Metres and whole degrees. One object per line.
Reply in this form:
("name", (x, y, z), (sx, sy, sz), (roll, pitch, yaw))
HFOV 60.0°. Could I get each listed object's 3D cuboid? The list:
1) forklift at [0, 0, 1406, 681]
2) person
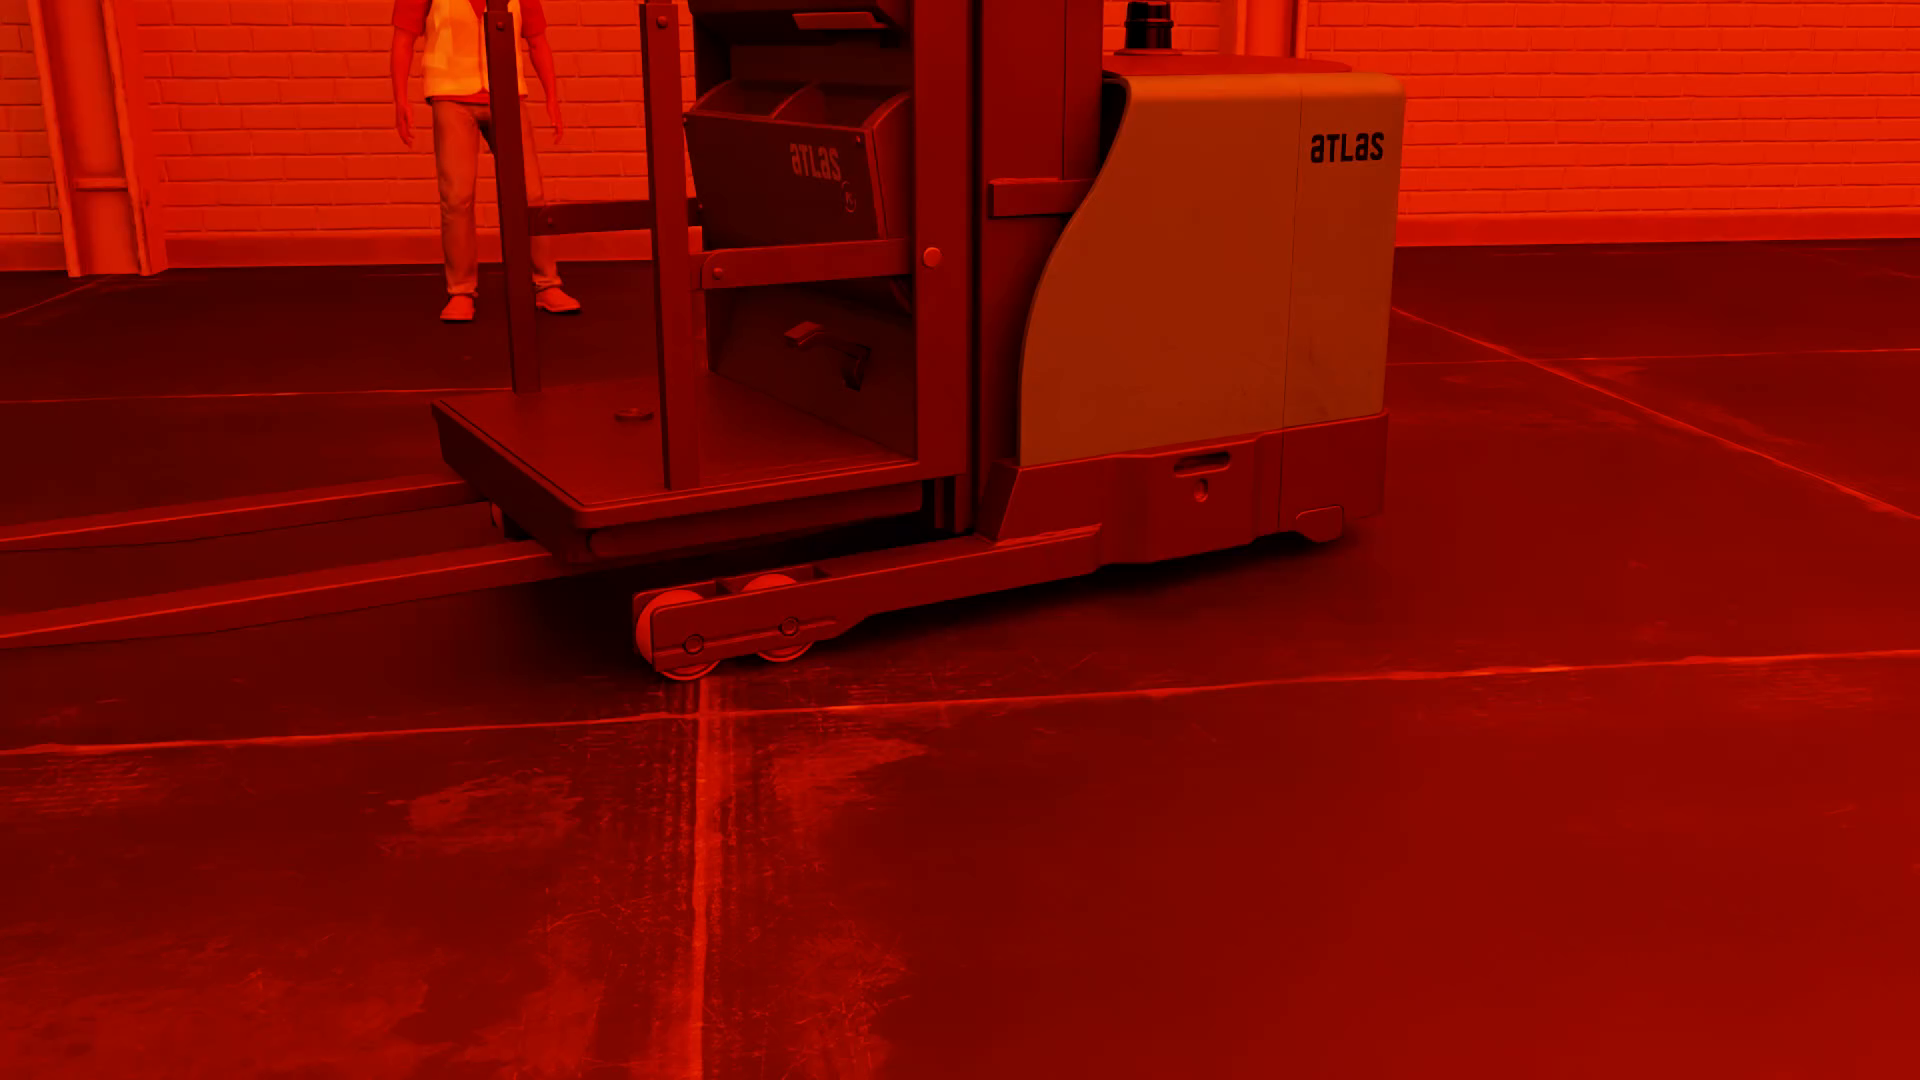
("forklift", (-0.526, -1.315, 3.251), (3.031, 2.935, 1.130), (-10, 19, -29))
("person", (-2.010, -1.825, 6.974), (0.692, 1.762, 0.451), (-9, 19, -28))
